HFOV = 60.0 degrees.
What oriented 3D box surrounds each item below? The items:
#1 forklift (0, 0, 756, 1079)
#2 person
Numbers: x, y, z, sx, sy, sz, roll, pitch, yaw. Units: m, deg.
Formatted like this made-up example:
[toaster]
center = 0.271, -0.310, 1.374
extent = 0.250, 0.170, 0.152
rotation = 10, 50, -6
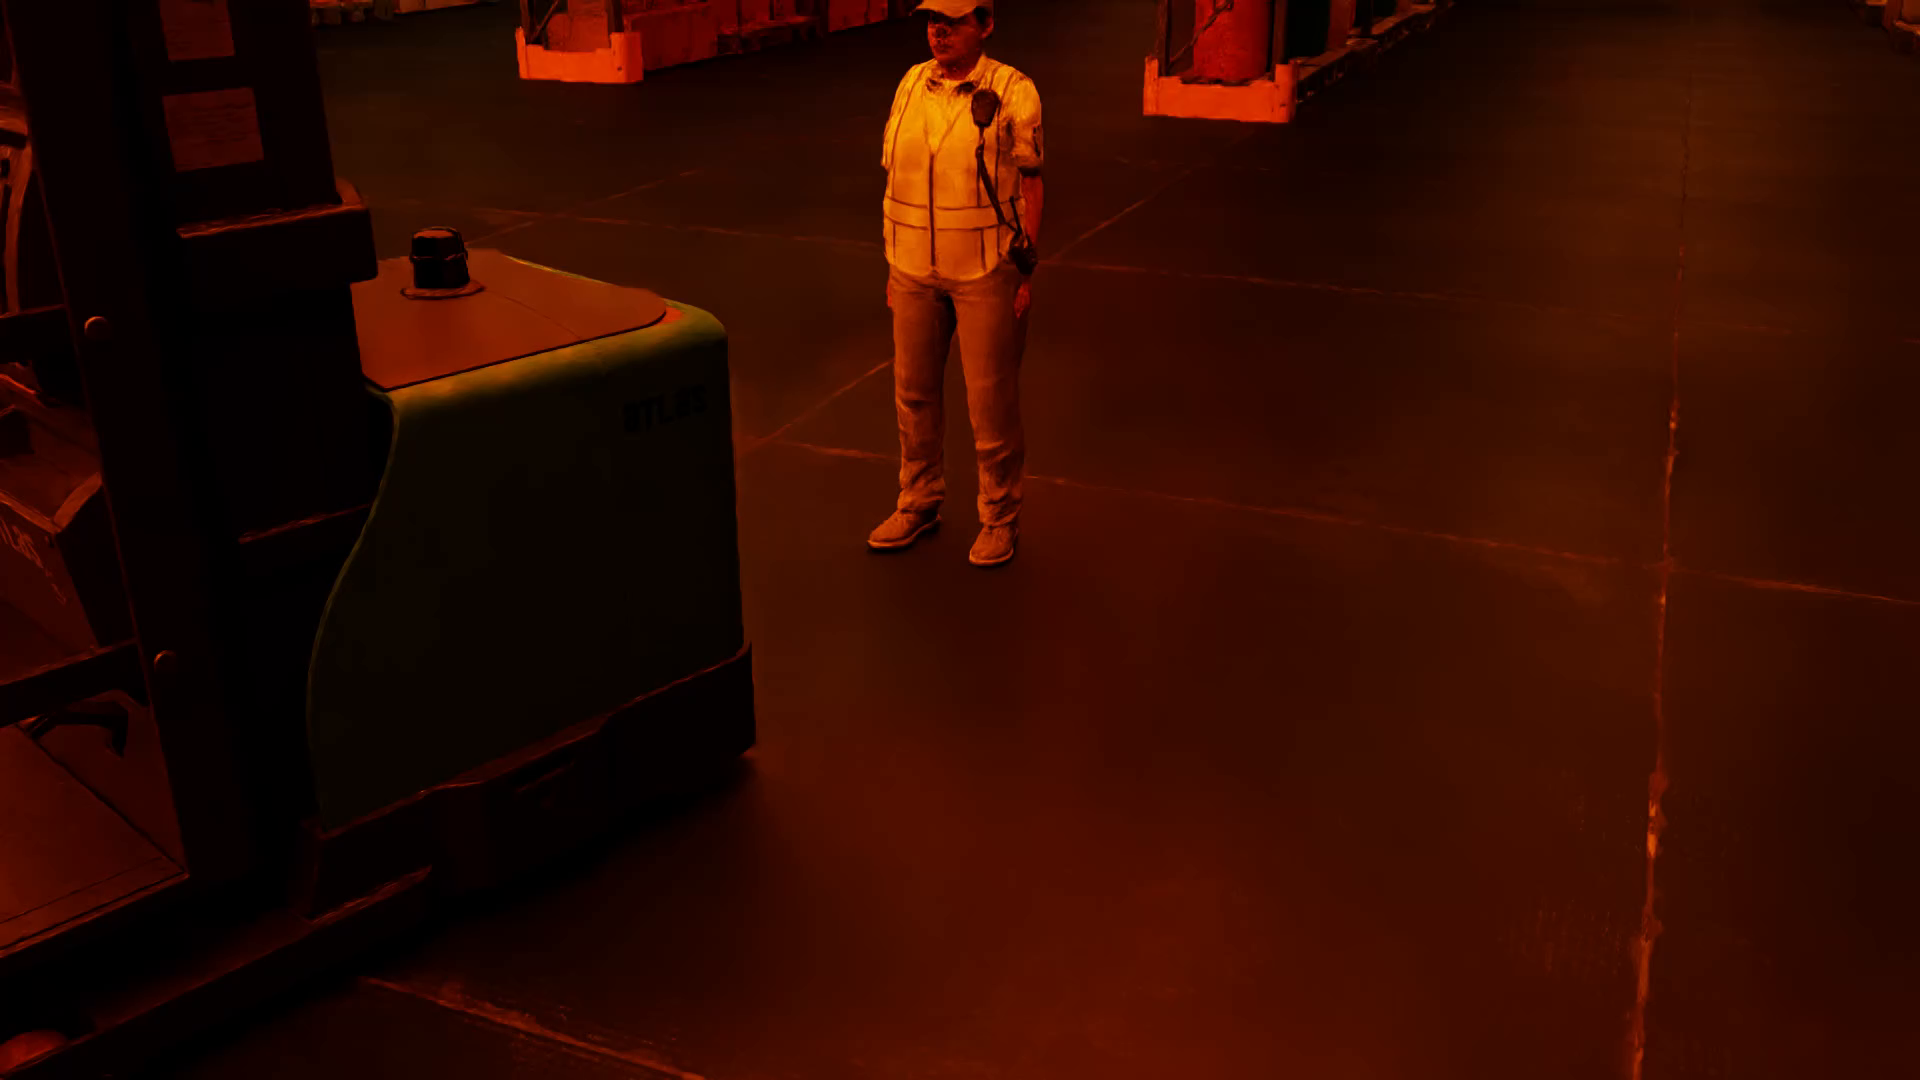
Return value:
[forklift]
center = -1.834, -0.537, 2.578
extent = 1.130, 2.935, 3.031
rotation = 19, 29, 38
[person]
center = -0.012, -0.761, 4.761
extent = 0.482, 1.669, 0.390
rotation = 9, 24, 21
